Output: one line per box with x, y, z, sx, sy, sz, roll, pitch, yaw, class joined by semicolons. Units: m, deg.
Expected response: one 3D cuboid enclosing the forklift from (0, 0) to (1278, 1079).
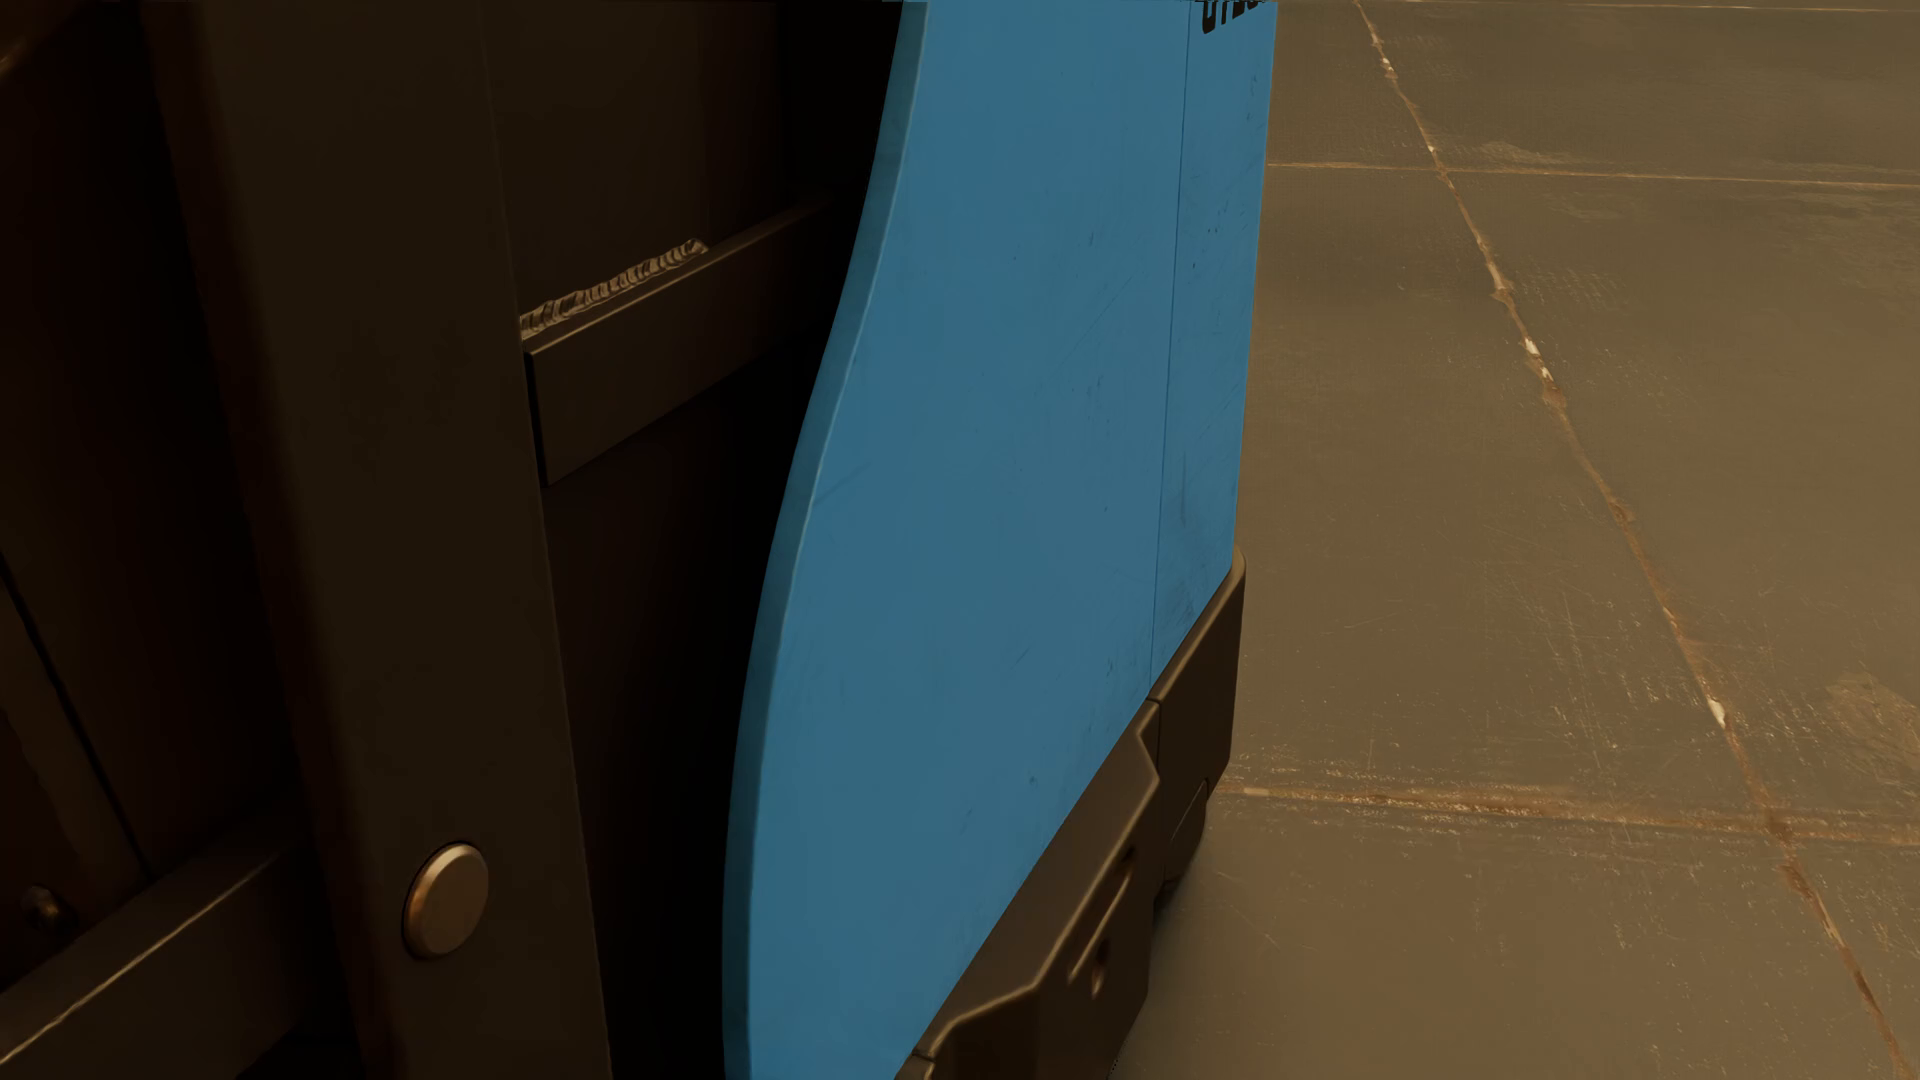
-0.765;-0.521;0.260;1.130;2.935;3.031;11;29;22;forklift
